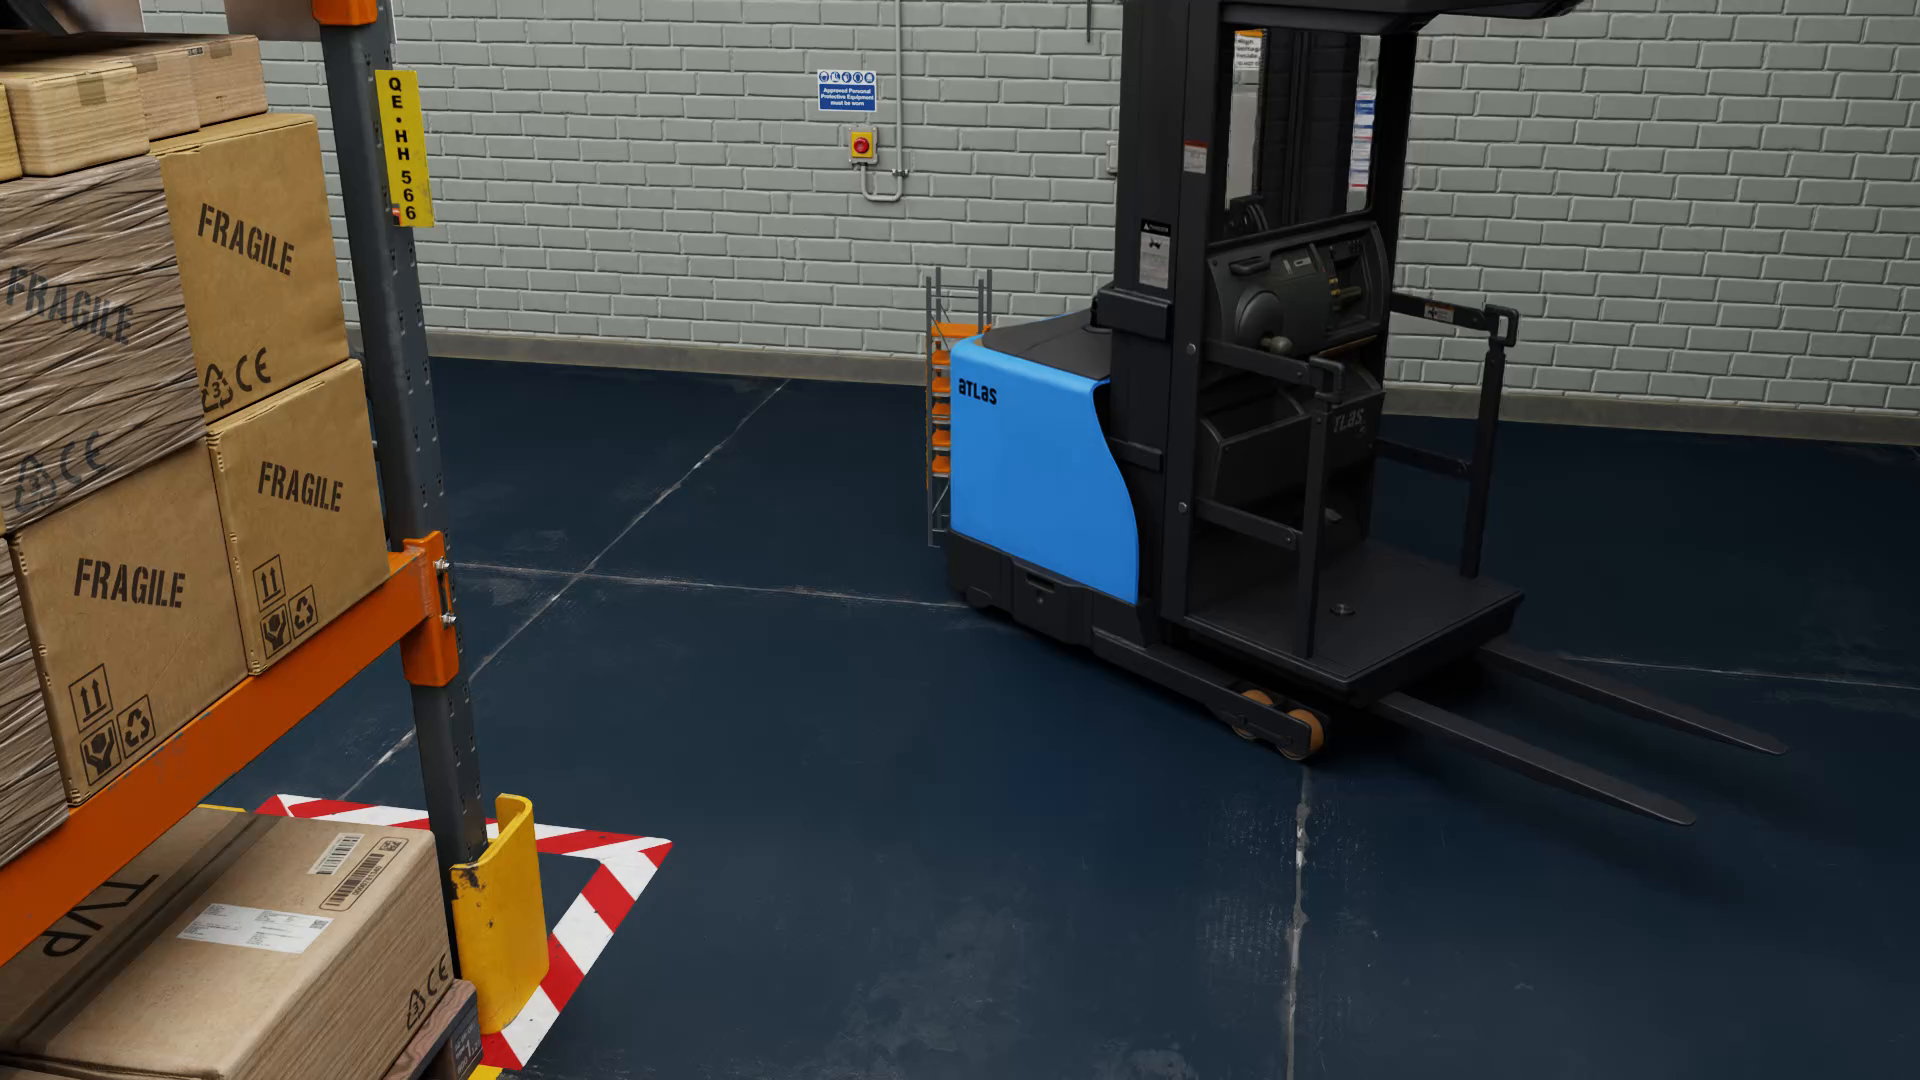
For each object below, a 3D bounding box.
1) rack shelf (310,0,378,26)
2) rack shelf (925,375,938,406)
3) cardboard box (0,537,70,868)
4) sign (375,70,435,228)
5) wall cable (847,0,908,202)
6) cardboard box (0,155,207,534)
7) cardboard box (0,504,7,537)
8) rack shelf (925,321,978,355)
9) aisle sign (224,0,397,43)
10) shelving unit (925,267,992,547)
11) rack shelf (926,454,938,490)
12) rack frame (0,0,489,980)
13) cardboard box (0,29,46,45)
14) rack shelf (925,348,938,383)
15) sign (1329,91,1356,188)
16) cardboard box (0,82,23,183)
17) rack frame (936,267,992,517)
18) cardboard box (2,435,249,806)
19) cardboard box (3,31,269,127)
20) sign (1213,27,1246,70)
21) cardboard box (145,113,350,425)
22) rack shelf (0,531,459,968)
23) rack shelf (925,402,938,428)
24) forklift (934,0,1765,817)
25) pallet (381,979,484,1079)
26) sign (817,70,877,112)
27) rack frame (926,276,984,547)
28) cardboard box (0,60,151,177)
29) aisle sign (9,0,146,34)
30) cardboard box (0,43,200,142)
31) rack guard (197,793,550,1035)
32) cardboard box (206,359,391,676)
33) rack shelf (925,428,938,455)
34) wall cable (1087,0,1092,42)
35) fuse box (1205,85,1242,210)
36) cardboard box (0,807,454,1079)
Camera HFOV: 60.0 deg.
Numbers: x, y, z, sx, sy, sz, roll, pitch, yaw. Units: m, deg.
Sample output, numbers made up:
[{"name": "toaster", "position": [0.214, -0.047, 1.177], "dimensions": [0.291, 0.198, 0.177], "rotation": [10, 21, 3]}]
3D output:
[{"name": "rack shelf", "position": [-2.115, -0.553, 1.658], "dimensions": [1.077, 0.370, 4.000], "rotation": [4, 22, 11]}, {"name": "rack shelf", "position": [-0.003, -0.621, 7.088], "dimensions": [0.258, 0.103, 0.180], "rotation": [4, 22, 11]}, {"name": "cardboard box", "position": [-1.759, 0.295, 2.472], "dimensions": [0.500, 0.500, 0.500], "rotation": [5, 22, 12]}, {"name": "sign", "position": [-1.179, -0.827, 3.524], "dimensions": [0.100, 0.325, 0.005], "rotation": [4, 22, 11]}, {"name": "wall cable", "position": [-0.580, -2.776, 8.829], "dimensions": [0.585, 1.953, 0.123], "rotation": [4, 22, 11]}, {"name": "cardboard box", "position": [-1.650, -0.349, 2.732], "dimensions": [0.500, 0.500, 0.500], "rotation": [5, 22, 11]}, {"name": "cardboard box", "position": [-1.755, -0.168, 2.283], "dimensions": [0.500, 0.500, 0.500], "rotation": [4, 22, 11]}, {"name": "rack shelf", "position": [-0.003, -0.844, 6.998], "dimensions": [0.258, 0.103, 0.180], "rotation": [4, 22, 11]}, {"name": "aisle sign", "position": [-1.389, -1.435, 3.421], "dimensions": [0.394, 0.787, 0.004], "rotation": [4, 22, 11]}, {"name": "shelving unit", "position": [-0.003, -0.551, 7.116], "dimensions": [0.258, 1.200, 0.189], "rotation": [4, 22, 11]}, {"name": "rack shelf", "position": [-0.003, -0.287, 7.223], "dimensions": [0.258, 0.103, 0.180], "rotation": [4, 22, 11]}, {"name": "rack frame", "position": [-1.707, -0.226, 3.900], "dimensions": [1.000, 3.000, 0.127], "rotation": [4, 22, 11]}, {"name": "cardboard box", "position": [-2.051, -0.929, 3.304], "dimensions": [0.380, 0.149, 0.250], "rotation": [5, 22, 12]}, {"name": "rack shelf", "position": [-0.003, -0.733, 7.043], "dimensions": [0.258, 0.103, 0.180], "rotation": [4, 22, 11]}, {"name": "sign", "position": [1.973, -2.071, 8.607], "dimensions": [0.329, 0.494, 0.001], "rotation": [4, 22, 11]}, {"name": "cardboard box", "position": [-1.675, -0.606, 2.503], "dimensions": [0.380, 0.149, 0.250], "rotation": [5, 22, 12]}, {"name": "rack frame", "position": [0.016, -0.585, 7.199], "dimensions": [0.240, 1.200, 0.006], "rotation": [4, 22, 11]}, {"name": "cardboard box", "position": [-1.664, 0.106, 2.940], "dimensions": [0.500, 0.500, 0.500], "rotation": [4, 22, 10]}, {"name": "cardboard box", "position": [-1.584, -0.891, 3.210], "dimensions": [0.380, 0.149, 0.250], "rotation": [5, 22, 12]}, {"name": "sign", "position": [1.435, -2.540, 8.539], "dimensions": [0.339, 0.242, 0.001], "rotation": [4, 22, 11]}, {"name": "cardboard box", "position": [-1.573, -0.542, 3.212], "dimensions": [0.500, 0.500, 0.500], "rotation": [5, 23, 13]}, {"name": "rack shelf", "position": [-2.115, 0.839, 2.218], "dimensions": [1.077, 0.370, 4.000], "rotation": [4, 22, 11]}, {"name": "rack shelf", "position": [-0.003, -0.510, 7.133], "dimensions": [0.258, 0.103, 0.180], "rotation": [4, 22, 11]}, {"name": "forklift", "position": [1.257, -0.863, 5.572], "dimensions": [1.130, 2.935, 3.031], "rotation": [-19, 29, -39]}, {"name": "pallet", "position": [-1.794, 1.366, 3.680], "dimensions": [1.003, 0.211, 1.213], "rotation": [4, 22, 11]}, {"name": "sign", "position": [-0.614, -2.442, 9.039], "dimensions": [0.327, 0.218, 0.001], "rotation": [4, 22, 11]}, {"name": "rack frame", "position": [-0.022, -0.518, 7.033], "dimensions": [0.240, 1.200, 0.006], "rotation": [4, 22, 11]}, {"name": "cardboard box", "position": [-1.583, -0.695, 2.724], "dimensions": [0.380, 0.149, 0.250], "rotation": [4, 22, 10]}, {"name": "aisle sign", "position": [-1.976, -1.481, 3.535], "dimensions": [0.394, 0.787, 0.004], "rotation": [4, 22, 11]}, {"name": "cardboard box", "position": [-1.613, -0.796, 2.975], "dimensions": [0.380, 0.149, 0.250], "rotation": [5, 22, 12]}, {"name": "rack guard", "position": [-1.702, 0.924, 4.389], "dimensions": [1.175, 0.500, 0.348], "rotation": [4, 22, 11]}, {"name": "cardboard box", "position": [-1.547, -0.076, 3.393], "dimensions": [0.500, 0.500, 0.500], "rotation": [5, 22, 11]}, {"name": "rack shelf", "position": [-0.003, -0.399, 7.178], "dimensions": [0.258, 0.103, 0.180], "rotation": [4, 22, 11]}, {"name": "wall cable", "position": [0.811, -2.658, 8.577], "dimensions": [0.588, 1.984, 0.122], "rotation": [4, 22, 11]}, {"name": "fuse box", "position": [1.447, -1.479, 8.736], "dimensions": [0.539, 1.711, 0.414], "rotation": [4, 22, 11]}, {"name": "cardboard box", "position": [-1.744, 1.016, 3.682], "dimensions": [0.875, 0.438, 0.875], "rotation": [4, 22, 9]}]
